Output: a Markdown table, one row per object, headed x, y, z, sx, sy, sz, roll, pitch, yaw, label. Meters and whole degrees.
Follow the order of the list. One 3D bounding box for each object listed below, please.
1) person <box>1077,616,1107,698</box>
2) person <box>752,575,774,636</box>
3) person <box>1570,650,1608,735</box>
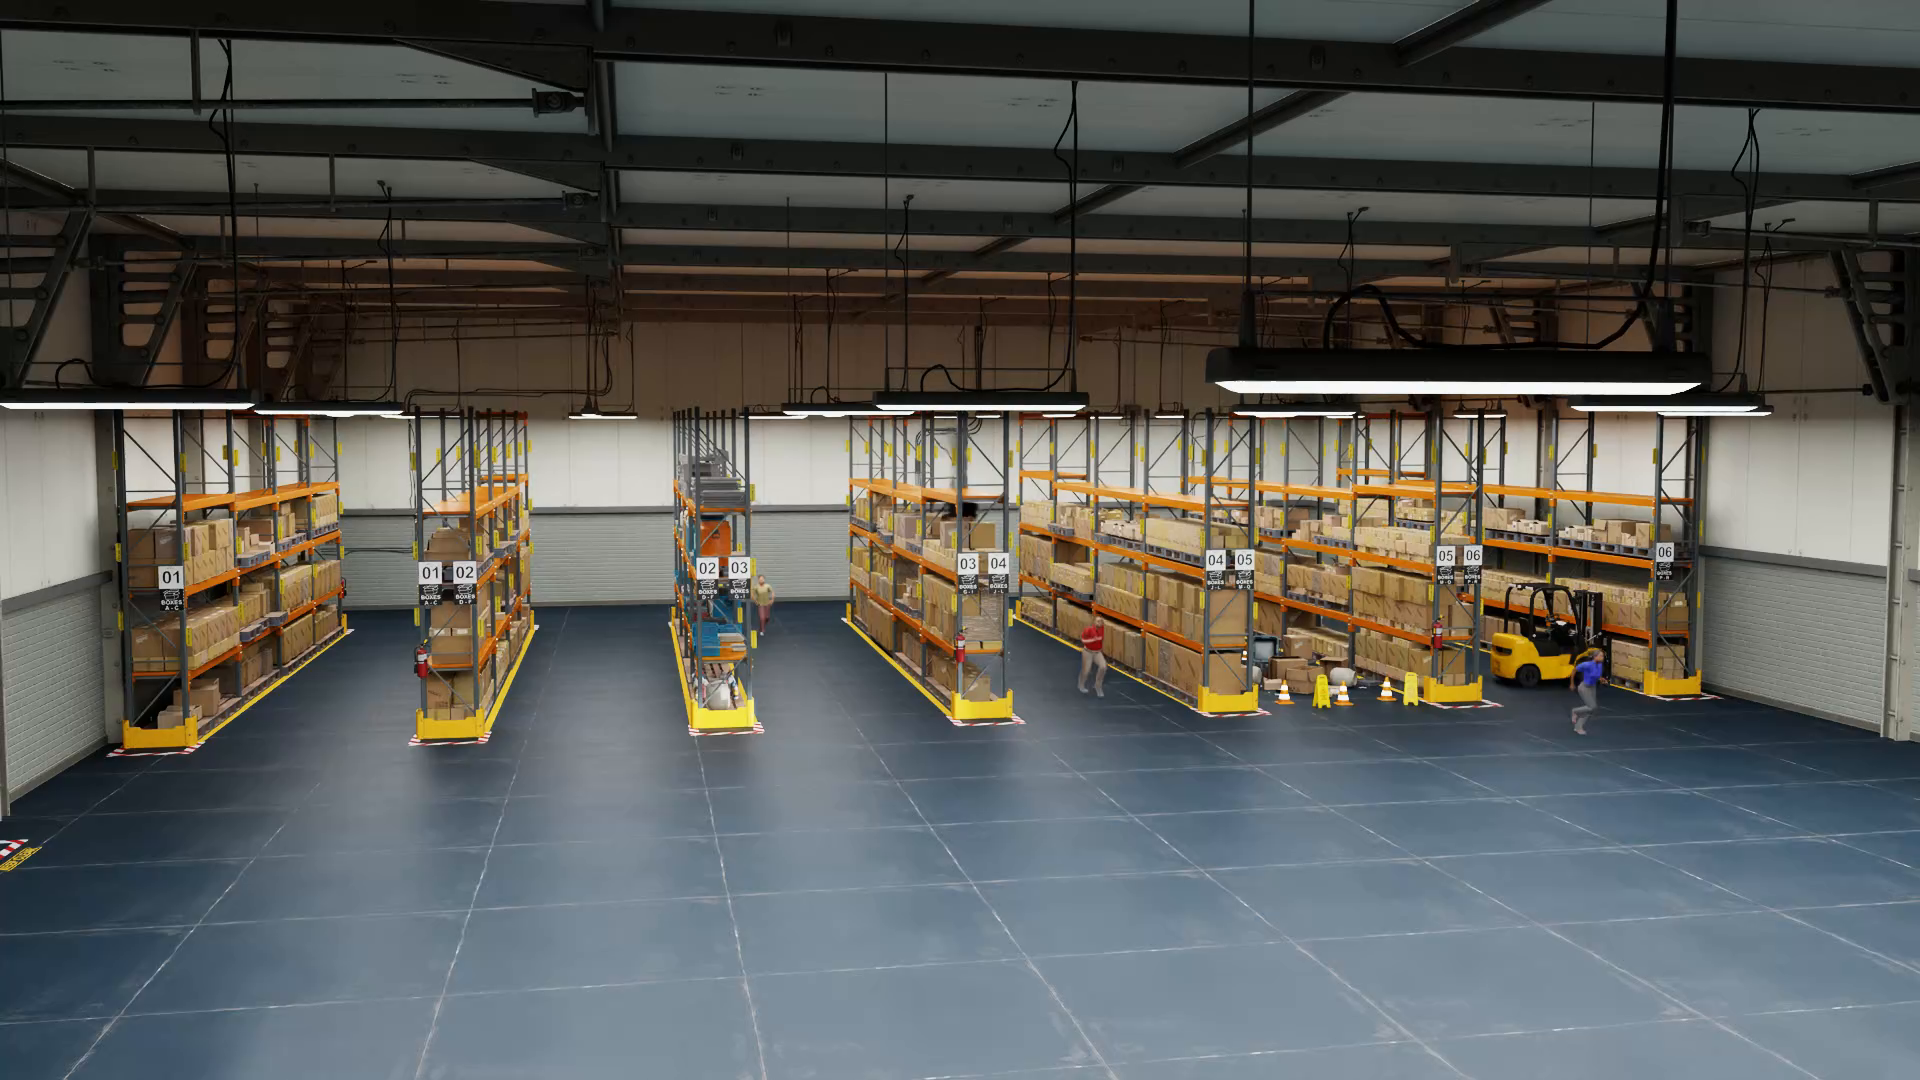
| x | y | z | sx | sy | sz | roll | pitch | yaw | label |
| --- | --- | --- | --- | --- | --- | --- | --- | --- | --- |
| 2.750 | 2.421 | 34.734 | 0.649 | 1.733 | 0.959 | -2 | 4 | -25 | person |
| -5.288 | 1.743 | 44.602 | 0.606 | 1.633 | 0.612 | -1 | 4 | -11 | person |
| 11.533 | 2.836 | 30.442 | 0.547 | 1.476 | 0.675 | -3 | 5 | -35 | person |
